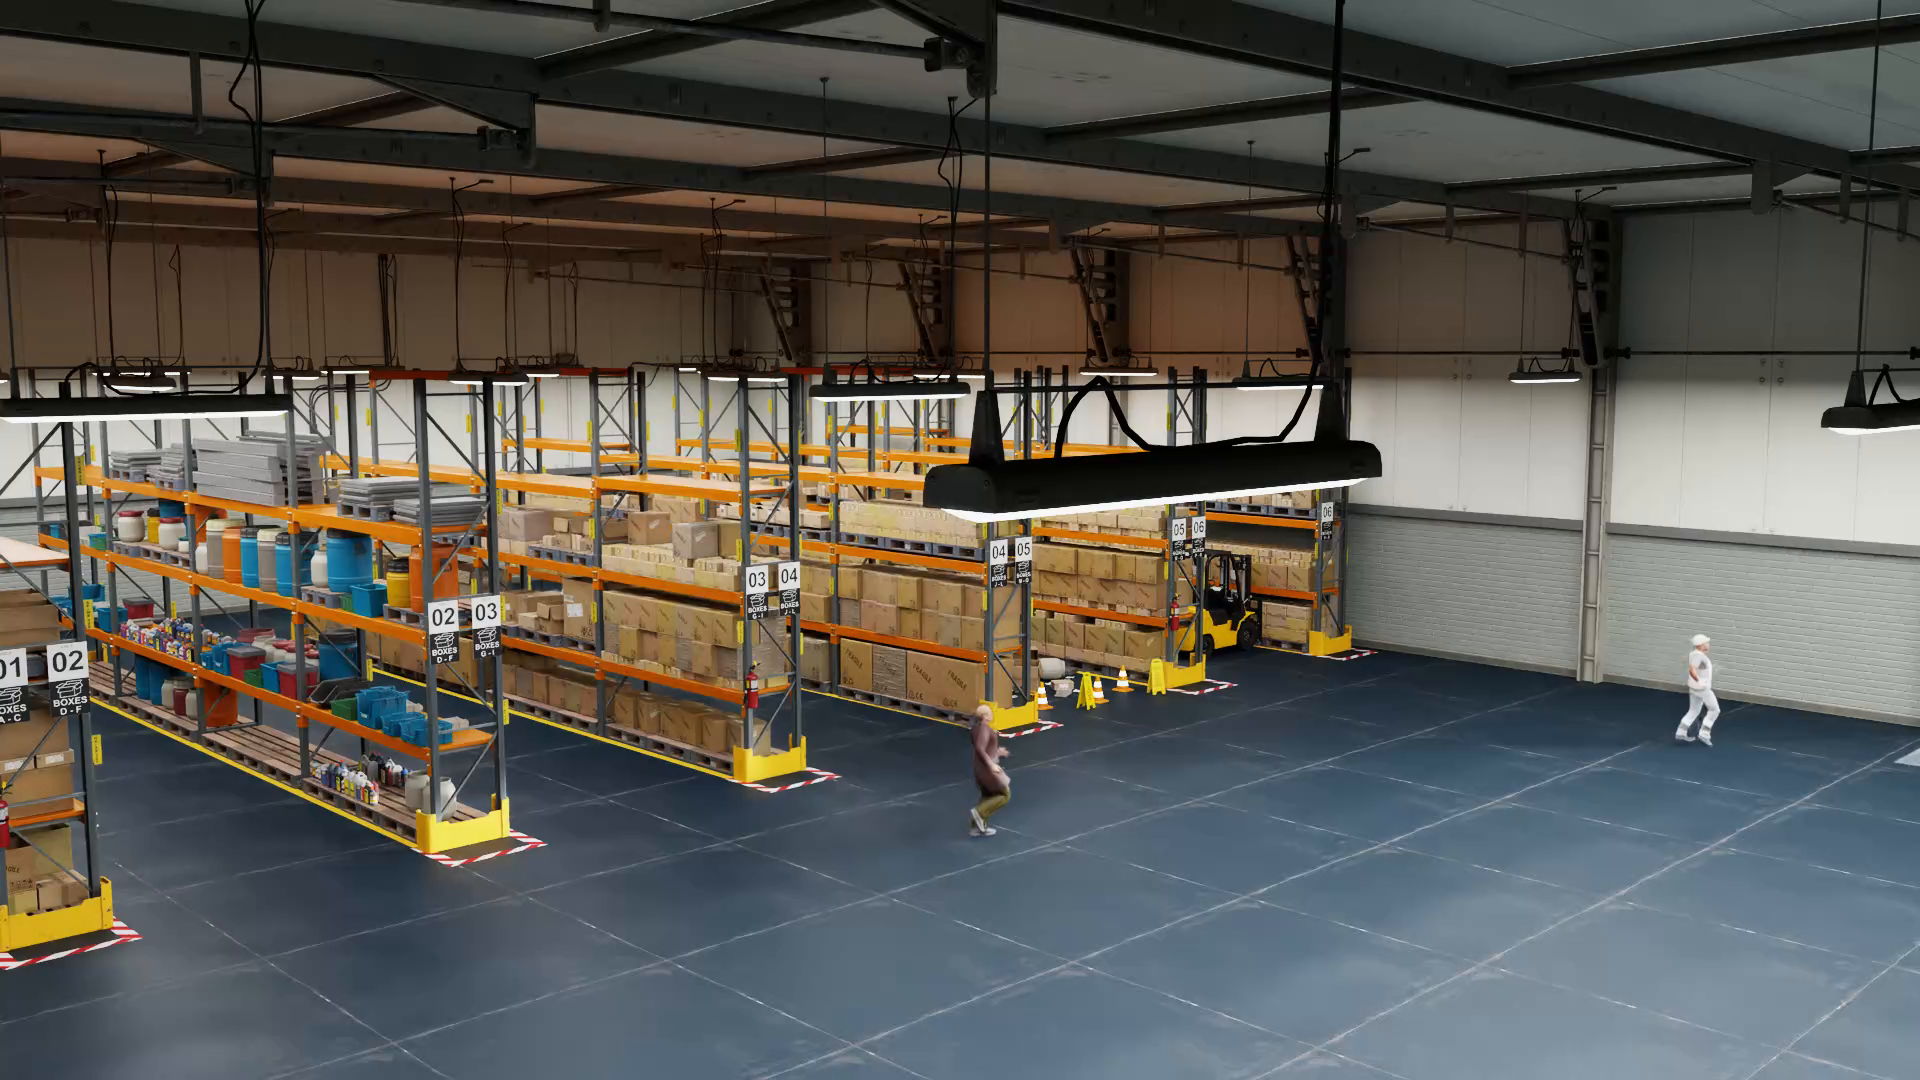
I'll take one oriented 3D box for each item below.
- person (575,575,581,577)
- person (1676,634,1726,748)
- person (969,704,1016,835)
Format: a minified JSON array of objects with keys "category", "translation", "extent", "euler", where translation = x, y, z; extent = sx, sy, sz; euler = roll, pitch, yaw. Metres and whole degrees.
[{"category":"person","translation":[-7.957,1.518,34.999],"extent":[0.696,1.658,0.588],"euler":[5,8,37]},{"category":"person","translation":[11.973,2.426,26.786],"extent":[0.734,1.844,0.632],"euler":[1,6,6]},{"category":"person","translation":[0.441,3.003,21.785],"extent":[0.662,1.739,0.691],"euler":[-2,7,-20]}]
